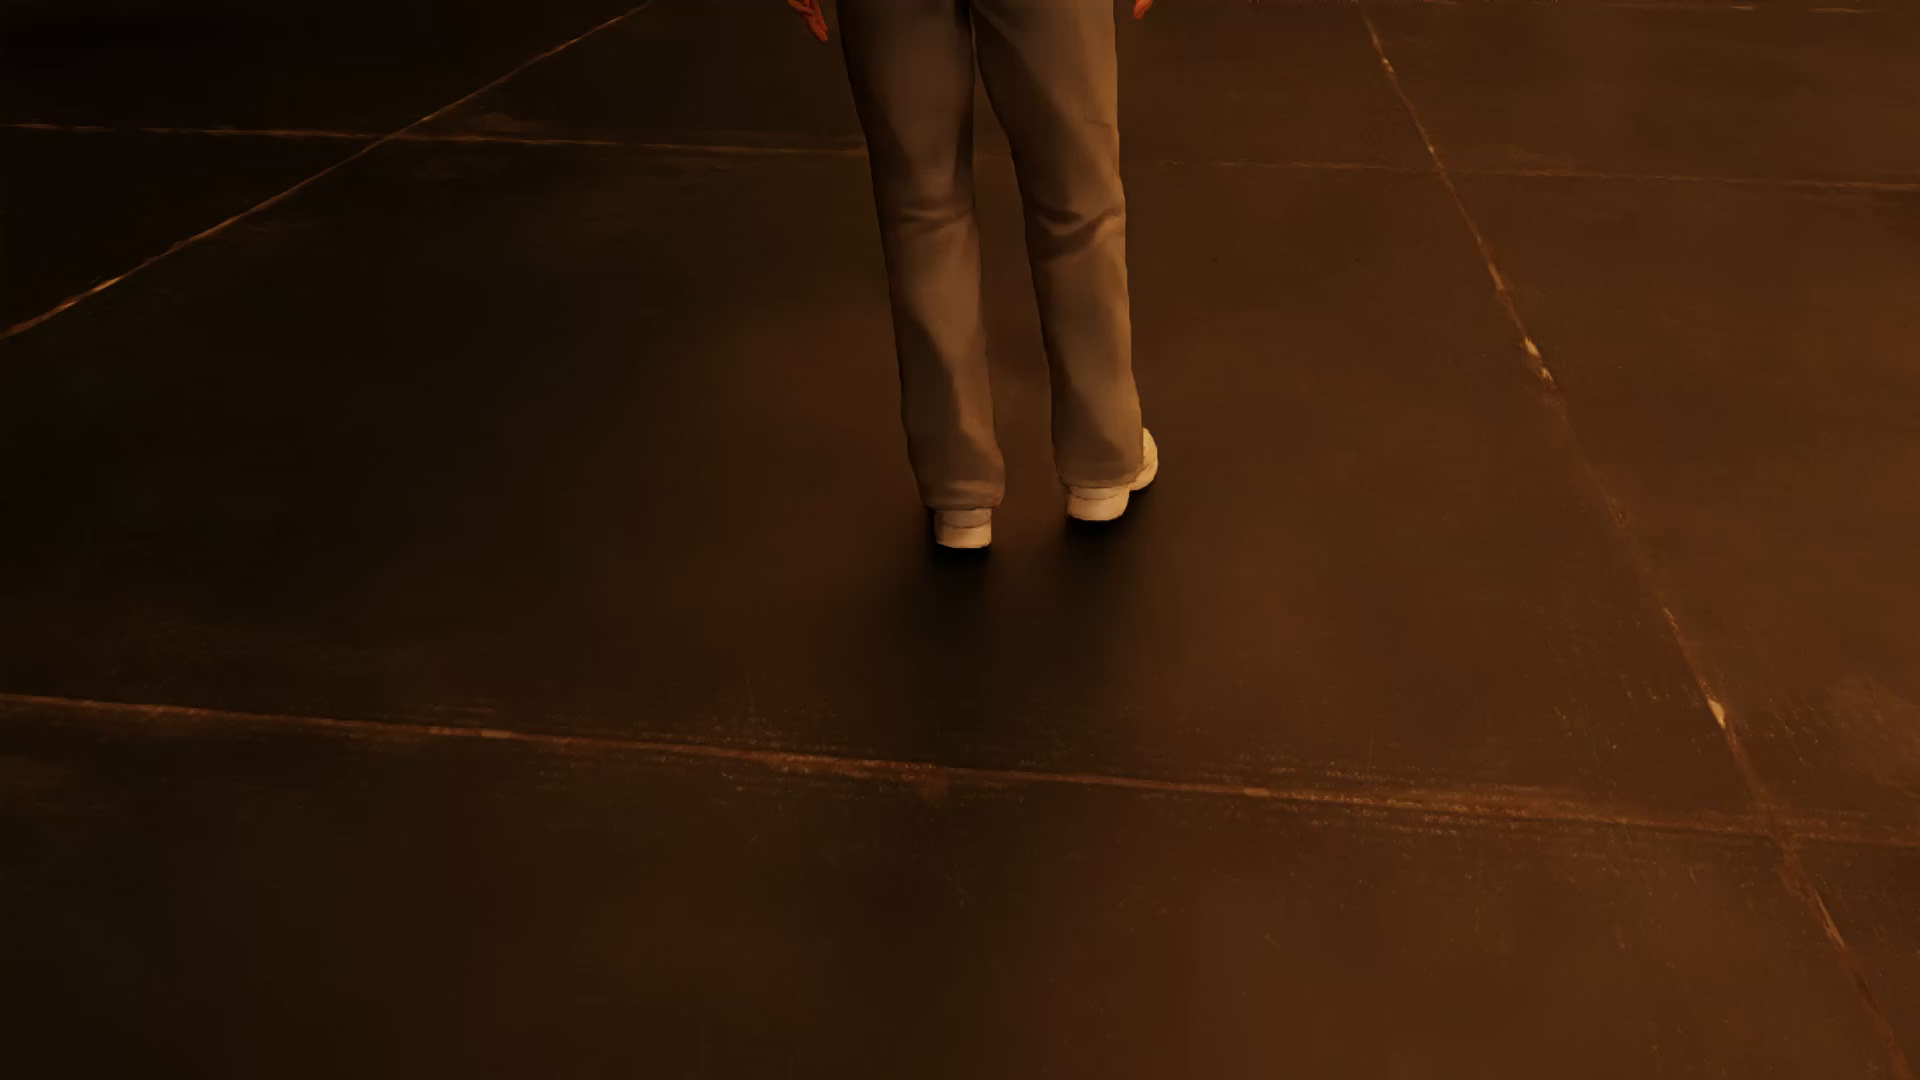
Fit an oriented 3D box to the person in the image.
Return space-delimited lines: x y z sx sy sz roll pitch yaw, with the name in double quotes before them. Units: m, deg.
"person" 0.023 -0.788 2.187 0.550 1.674 0.548 3 27 7
